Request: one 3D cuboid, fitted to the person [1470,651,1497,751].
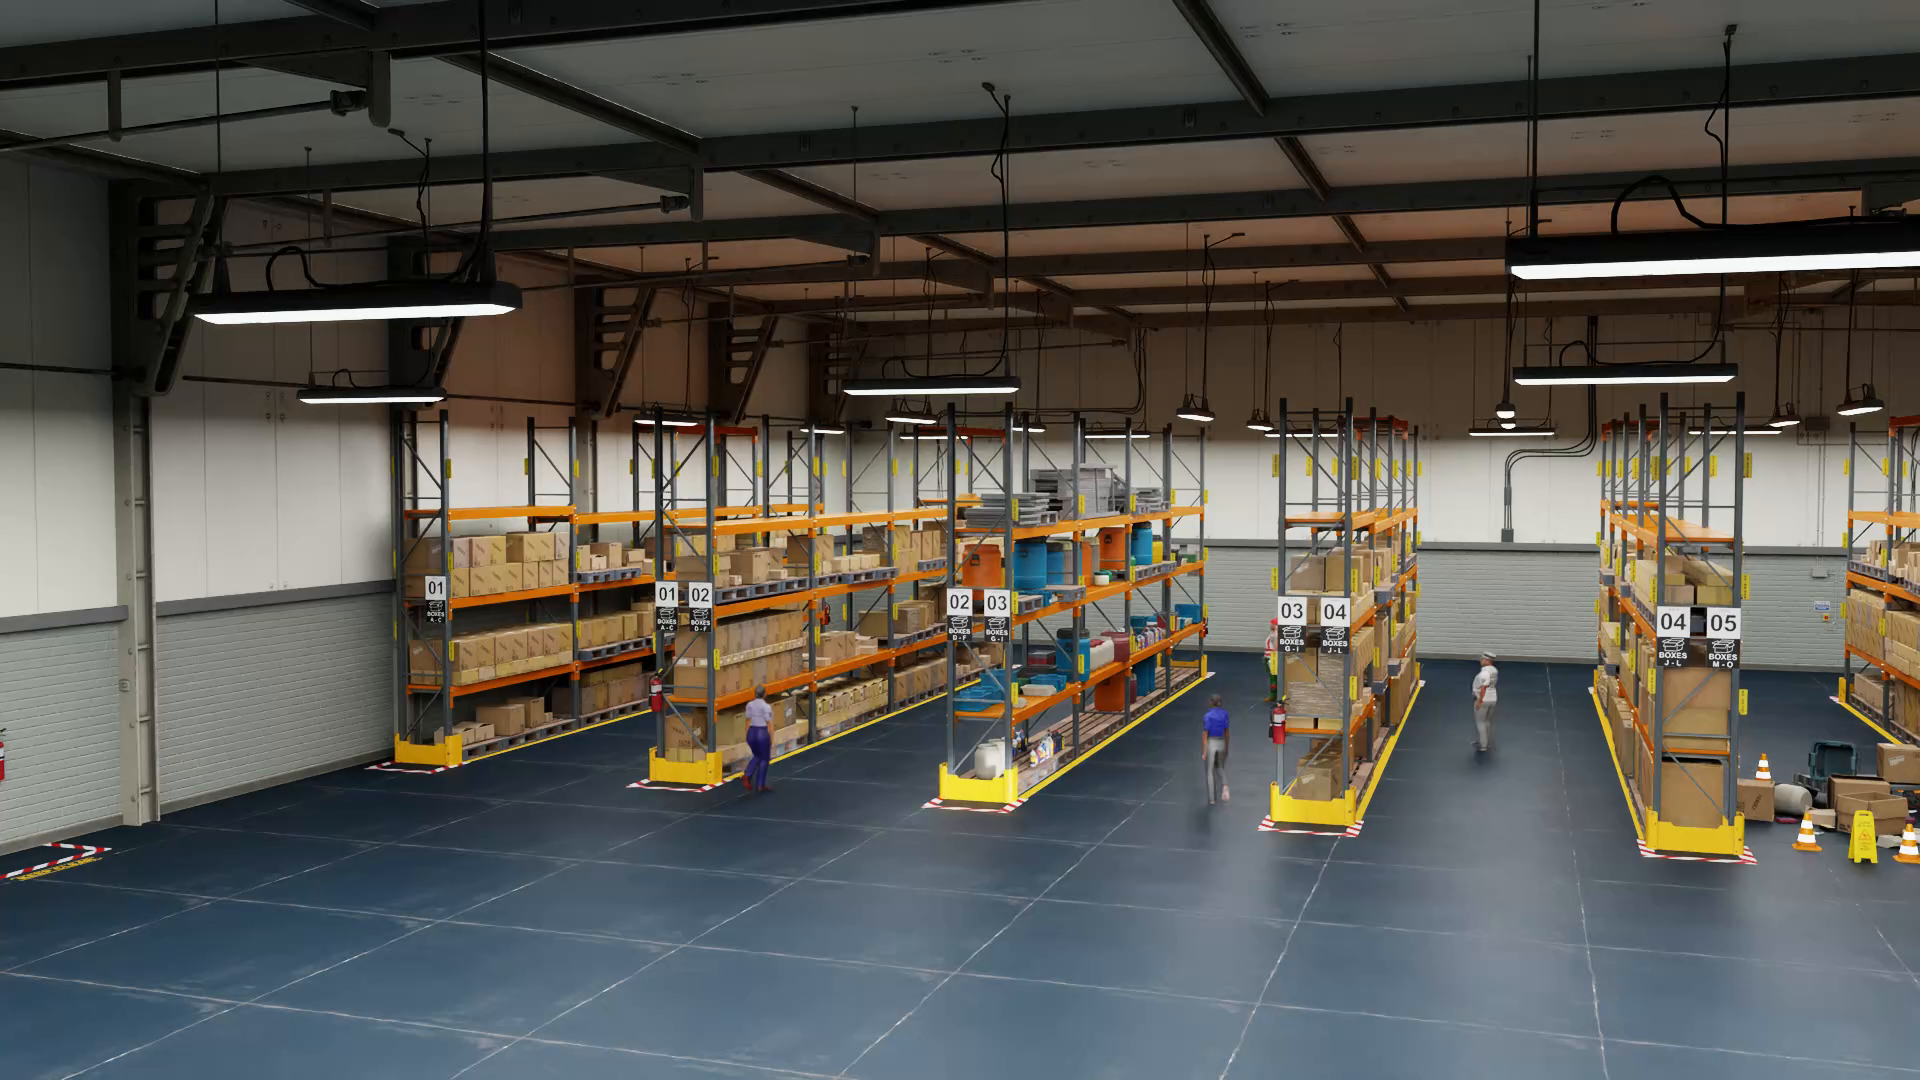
[{"bbox_3d":[9.302,2.855,29.714,0.547,1.771,0.635,-2,3,-35],"label":"person"}]

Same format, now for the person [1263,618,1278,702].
[{"bbox_3d":[6.721,2.579,35.901,0.502,1.797,0.573,-1,3,-15],"label":"person"}]

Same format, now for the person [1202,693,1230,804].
[{"bbox_3d":[3.798,3.096,24.675,0.448,1.650,0.495,-1,3,-16],"label":"person"}]

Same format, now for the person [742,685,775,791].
[{"bbox_3d":[-3.103,3.069,25.703,0.486,1.629,0.475,2,3,38],"label":"person"}]
